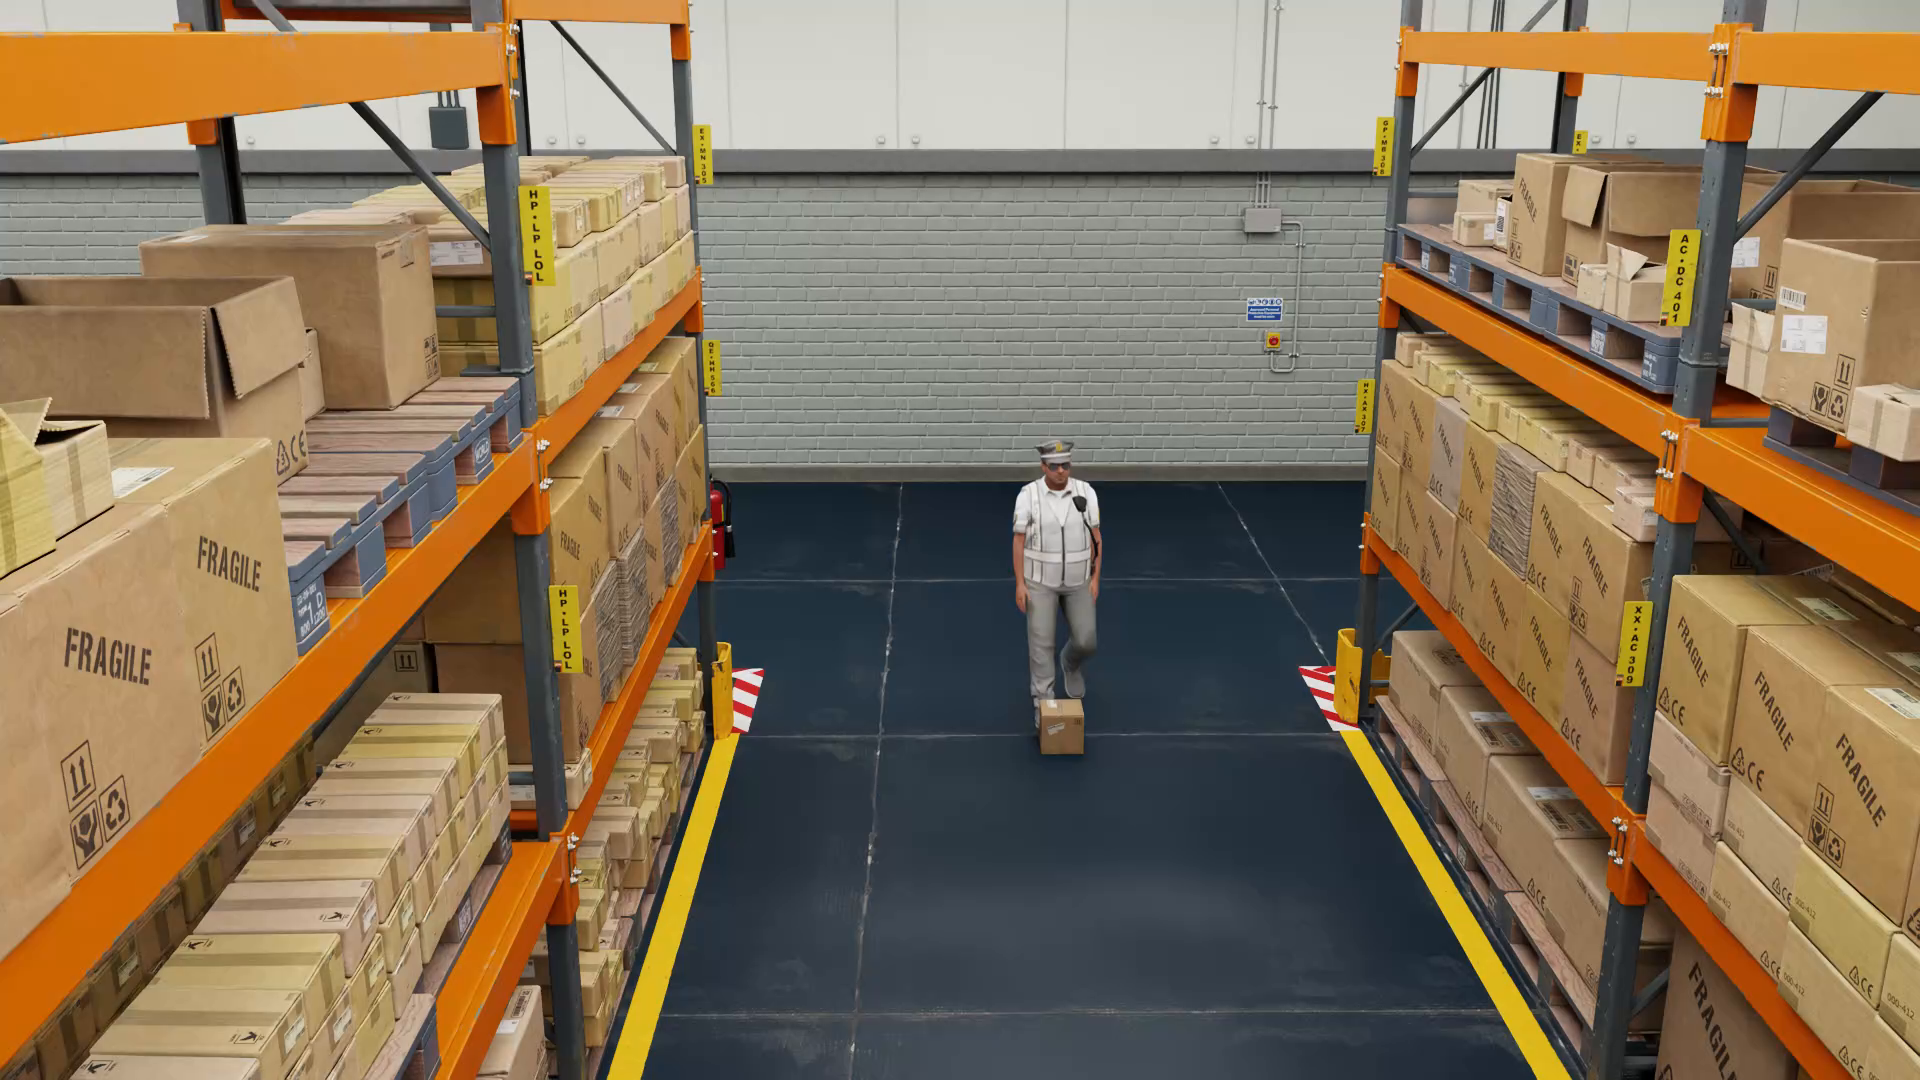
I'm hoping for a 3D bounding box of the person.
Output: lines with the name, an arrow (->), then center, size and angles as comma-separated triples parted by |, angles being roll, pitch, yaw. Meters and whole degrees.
person -> 0.606, 0.247, 10.171 | 0.551, 1.749, 0.742 | -2, 17, -7
